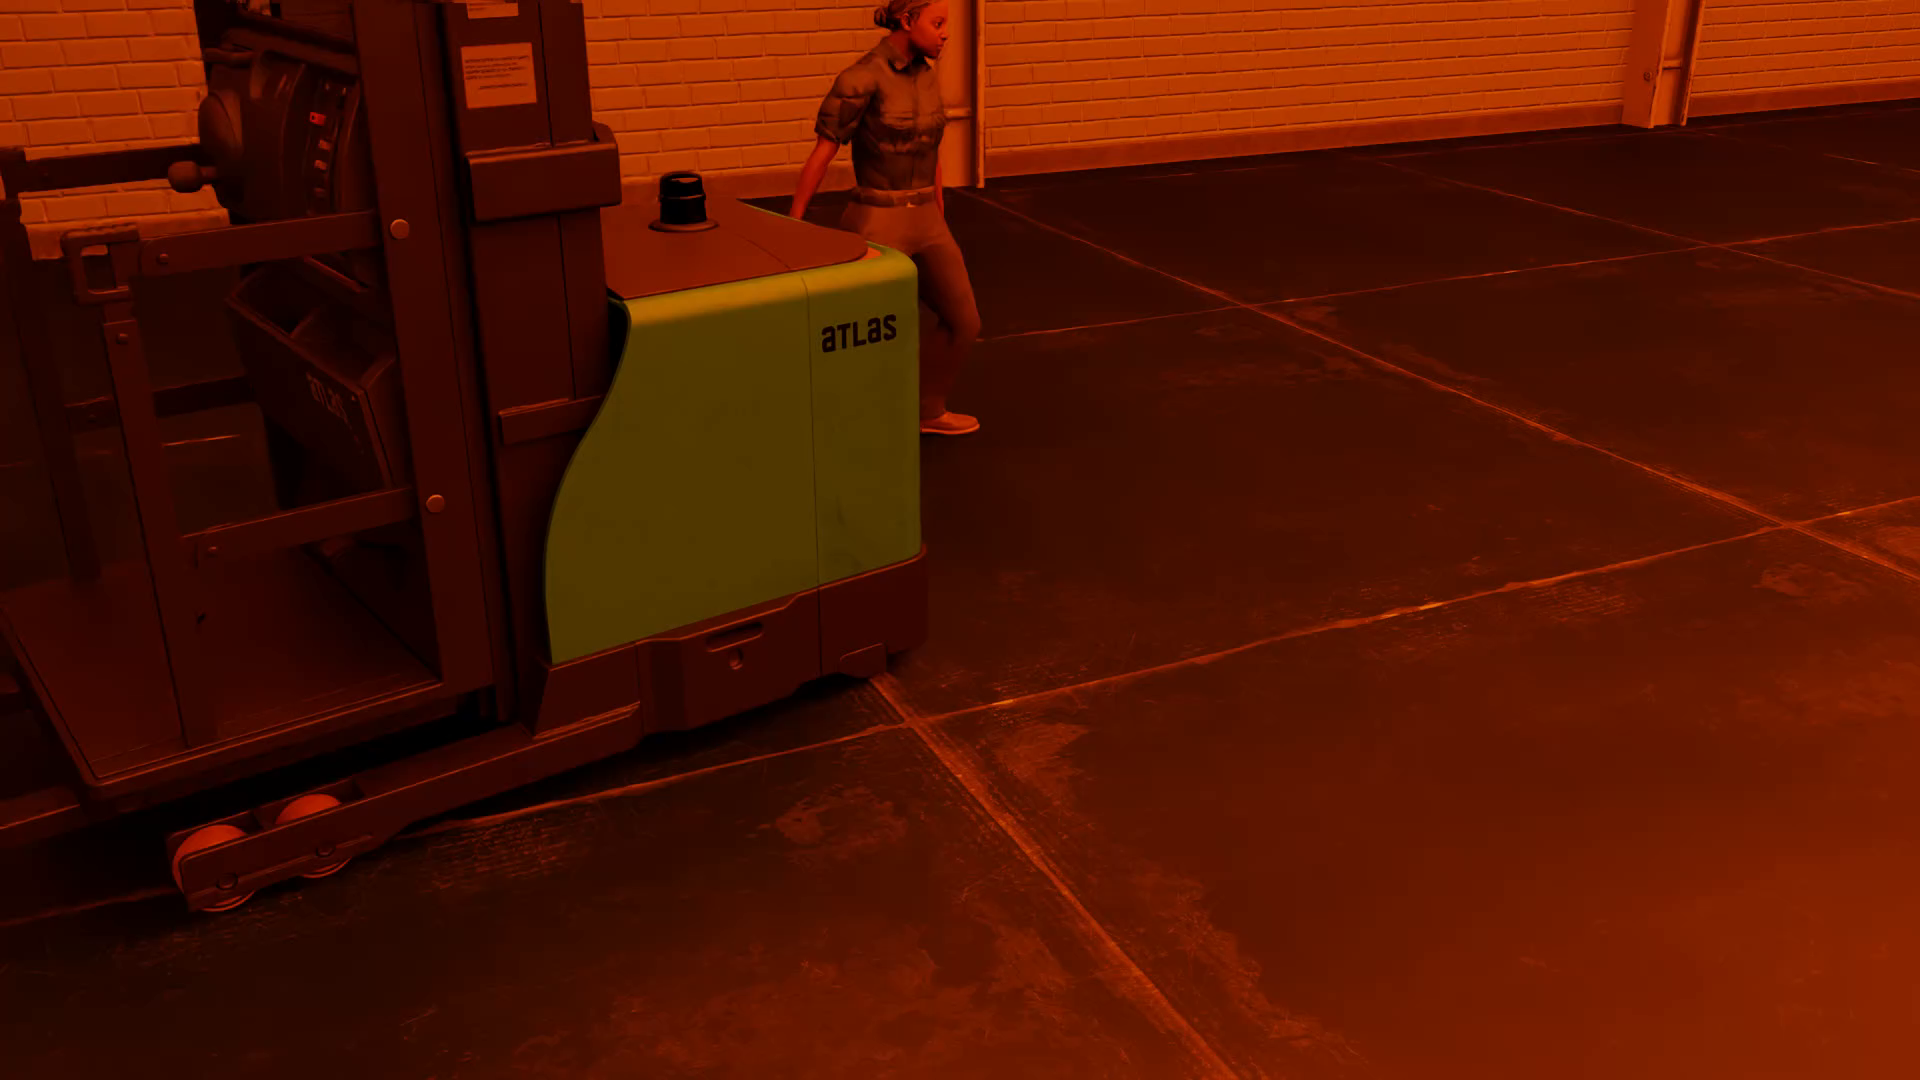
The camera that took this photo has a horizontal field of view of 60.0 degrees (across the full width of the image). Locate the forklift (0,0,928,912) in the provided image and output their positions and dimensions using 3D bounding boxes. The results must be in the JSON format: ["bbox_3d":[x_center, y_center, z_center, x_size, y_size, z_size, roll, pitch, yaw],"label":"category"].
[{"bbox_3d":[-1.562,-0.842,3.312,3.031,2.935,1.130,-16,28,-34],"label":"forklift"}]

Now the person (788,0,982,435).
[{"bbox_3d":[-0.279,-1.029,5.584,0.460,1.636,0.818,21,30,40],"label":"person"}]
